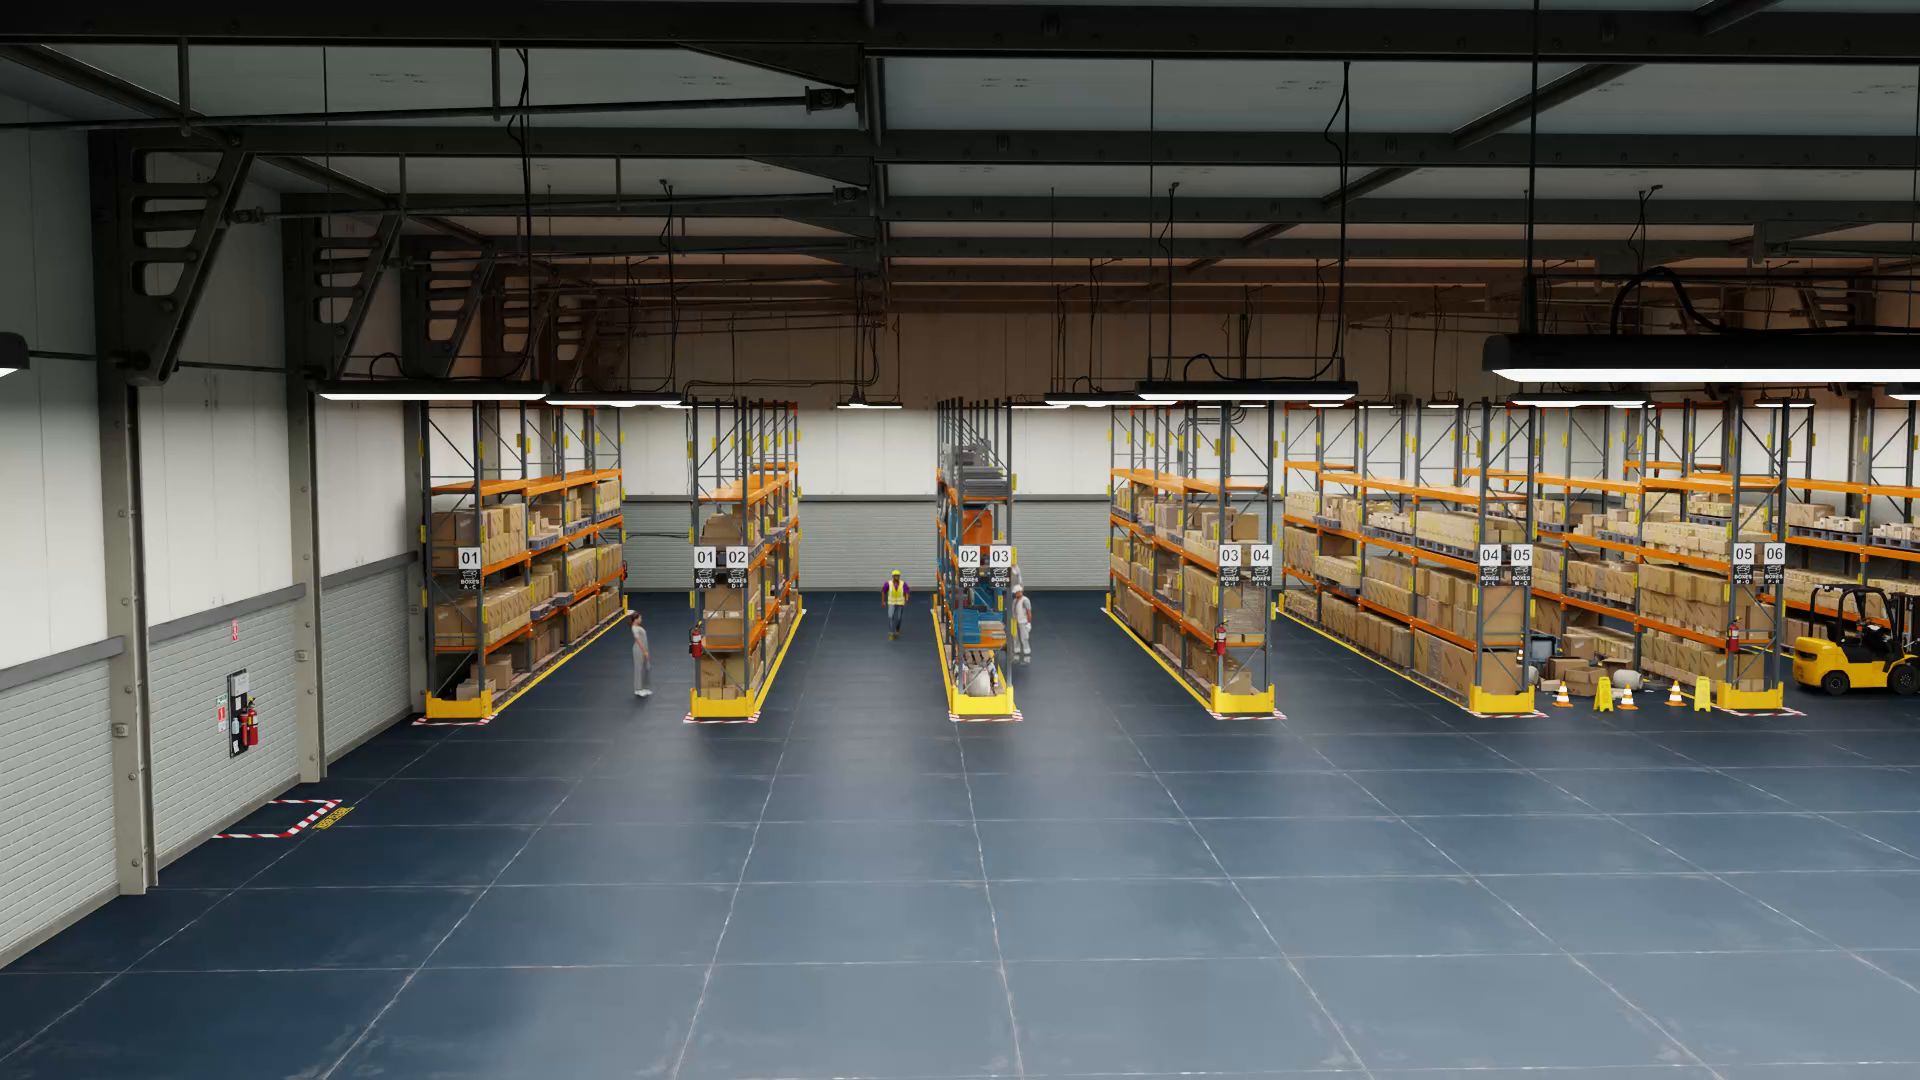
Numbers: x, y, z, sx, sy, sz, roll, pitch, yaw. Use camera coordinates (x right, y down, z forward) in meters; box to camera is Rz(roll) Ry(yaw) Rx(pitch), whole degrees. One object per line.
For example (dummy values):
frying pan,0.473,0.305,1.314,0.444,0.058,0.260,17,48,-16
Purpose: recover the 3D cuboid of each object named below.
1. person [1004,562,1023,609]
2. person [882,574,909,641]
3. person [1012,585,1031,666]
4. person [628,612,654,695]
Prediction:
person,1.565,1.296,47.325,0.507,1.544,0.909,-2,5,-22
person,-1.633,1.652,41.918,0.699,1.708,1.003,0,4,1
person,1.342,1.898,37.291,0.397,1.784,0.590,-3,5,-36
person,-6.438,2.308,33.589,0.511,1.714,0.477,1,5,17
